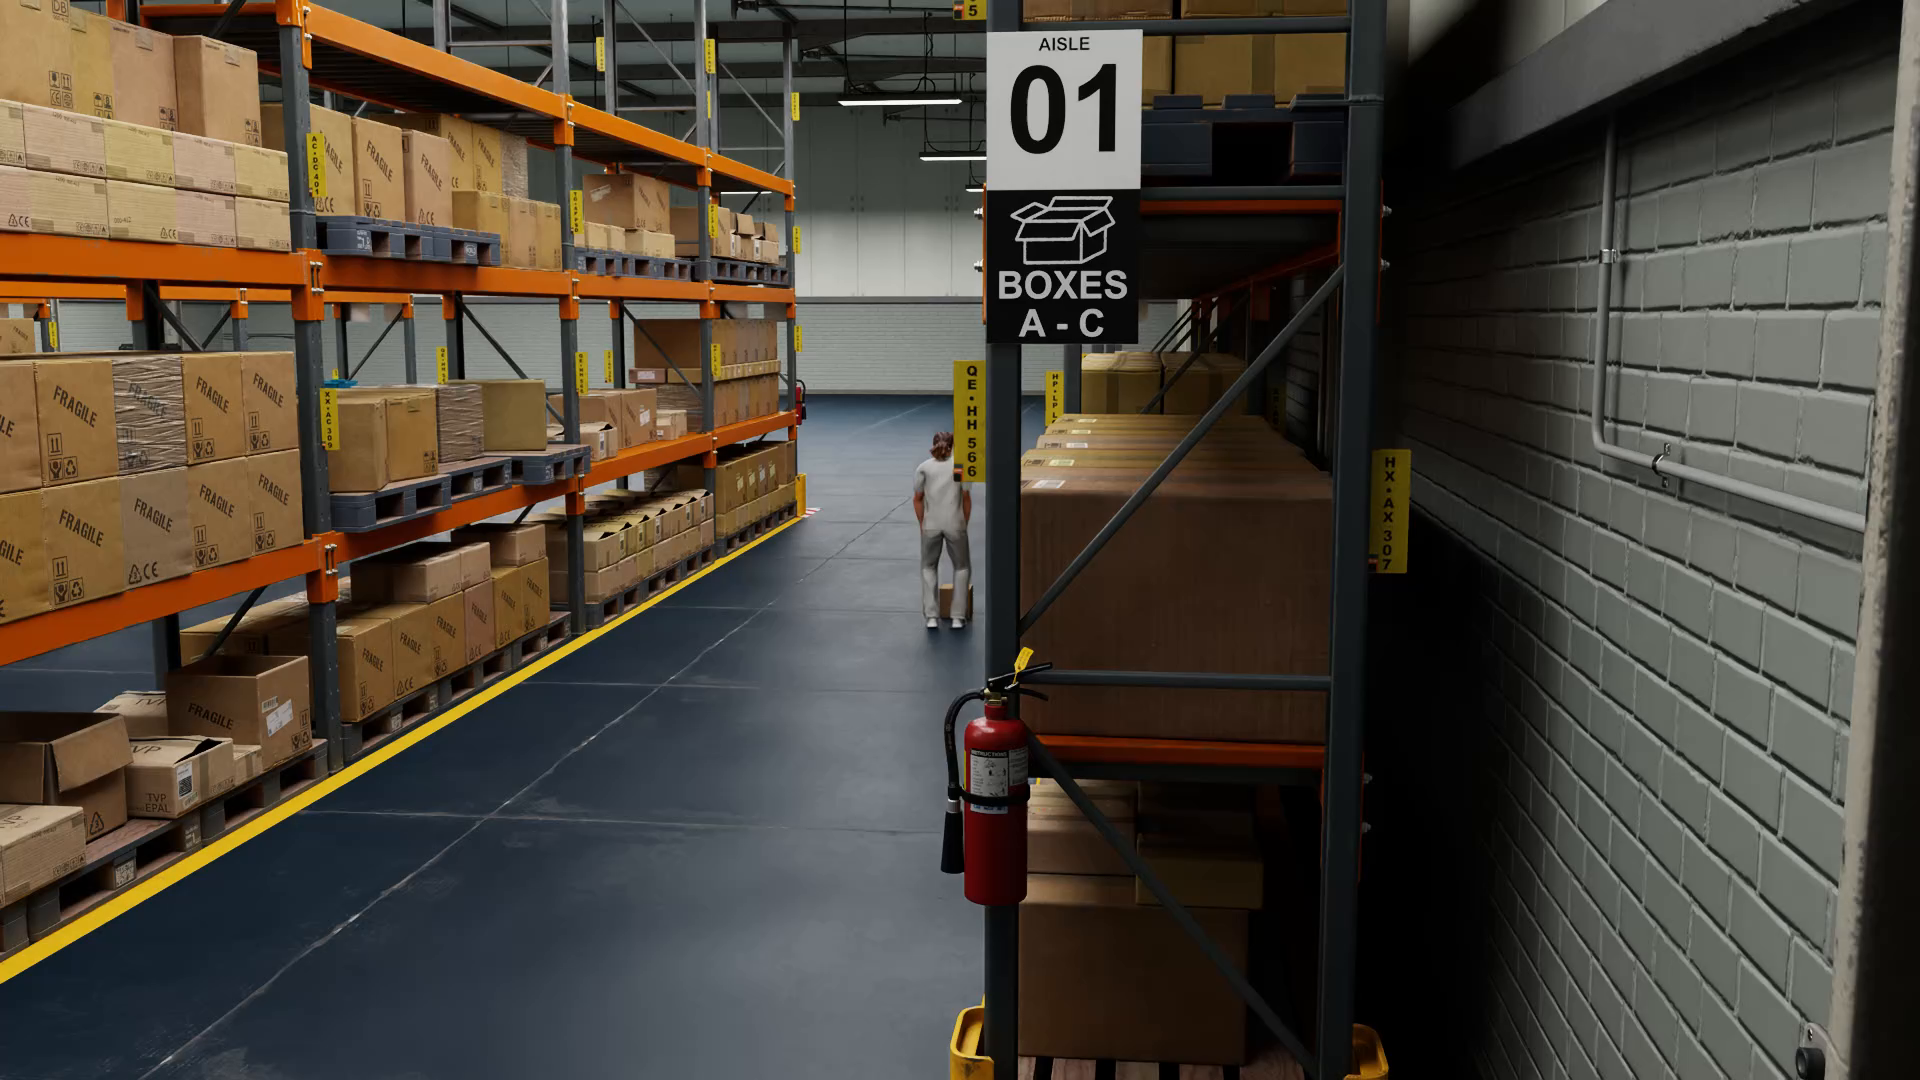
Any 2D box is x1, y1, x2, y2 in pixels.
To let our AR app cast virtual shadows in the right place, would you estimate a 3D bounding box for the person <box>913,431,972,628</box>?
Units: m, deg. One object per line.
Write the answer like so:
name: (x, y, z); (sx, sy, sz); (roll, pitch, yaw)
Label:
person: (-0.143, -0.083, 13.337); (0.475, 1.573, 0.467); (1, 8, 7)
